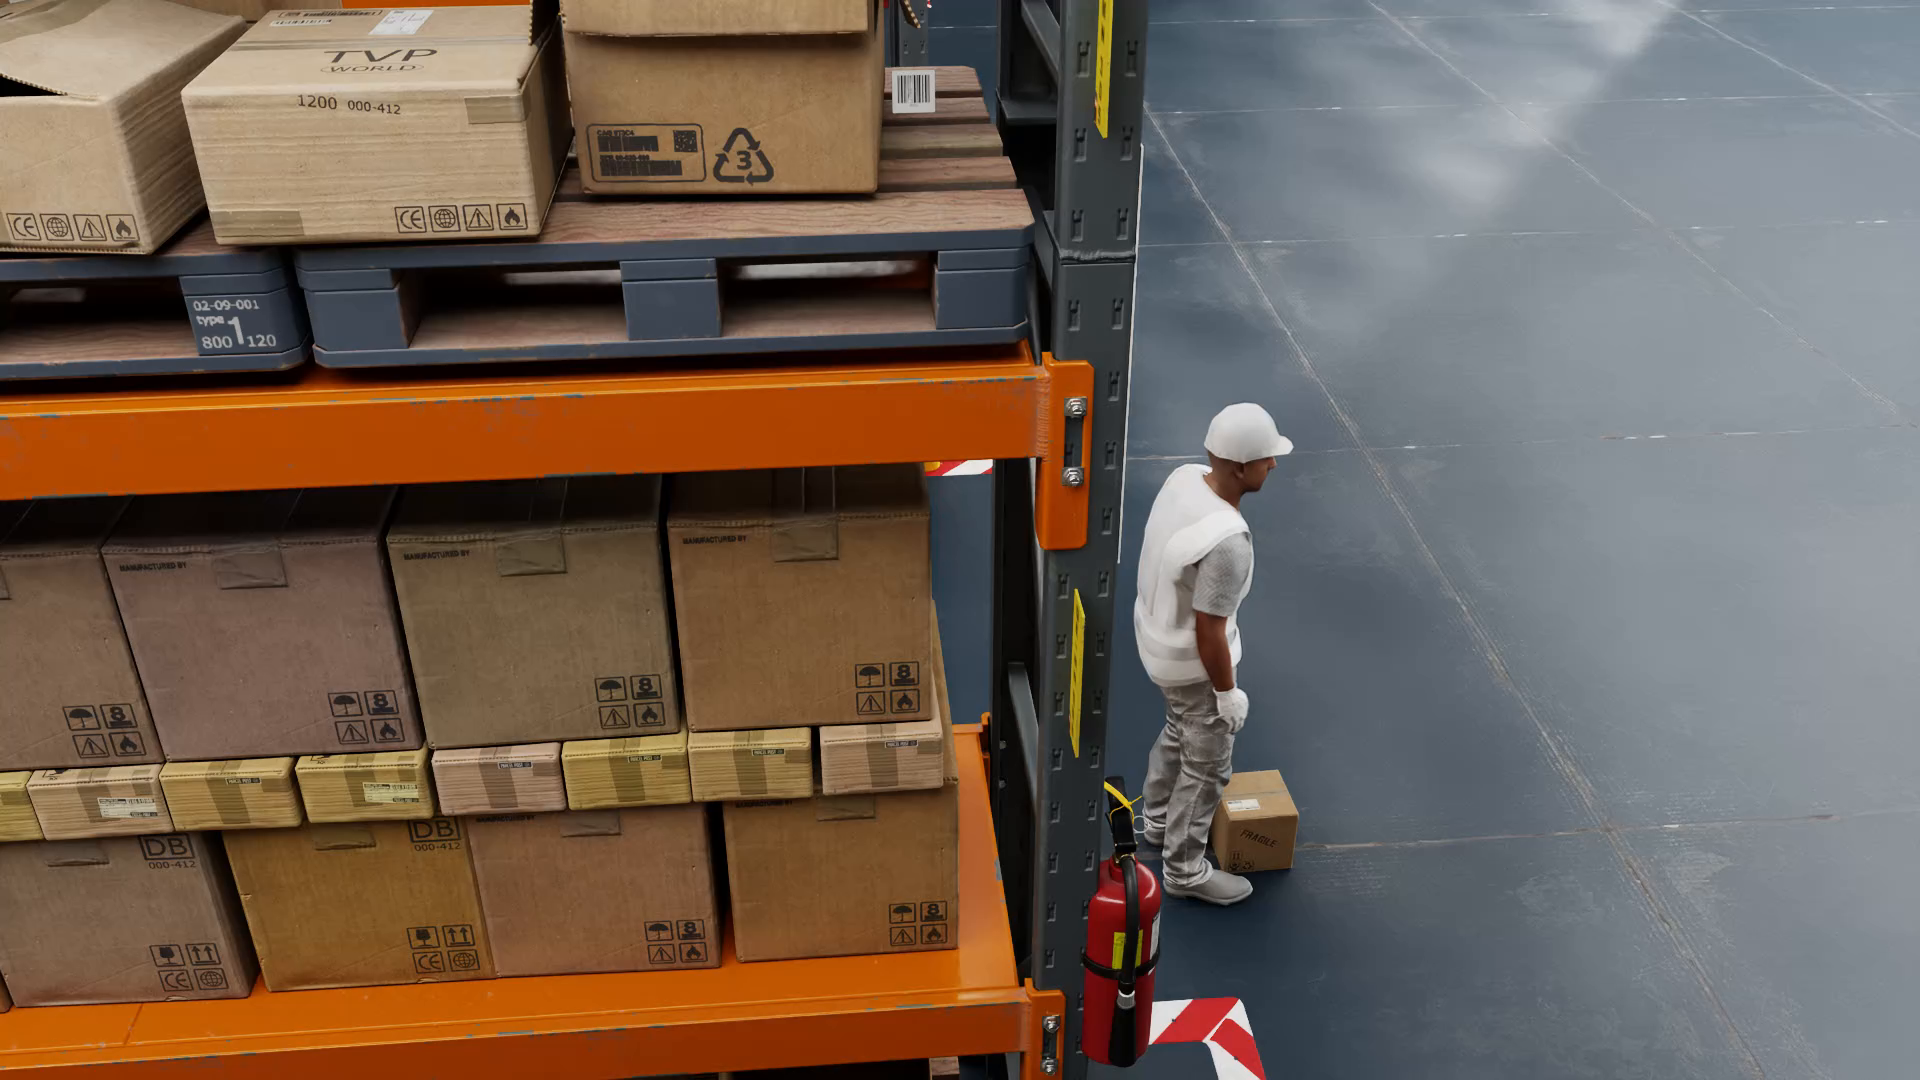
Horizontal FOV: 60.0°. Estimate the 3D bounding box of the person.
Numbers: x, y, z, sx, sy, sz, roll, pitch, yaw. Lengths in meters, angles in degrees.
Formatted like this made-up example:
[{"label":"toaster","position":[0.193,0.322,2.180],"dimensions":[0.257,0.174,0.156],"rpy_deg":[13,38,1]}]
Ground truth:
[{"label":"person","position":[0.808,0.370,5.501],"dimensions":[0.446,1.774,0.619],"rpy_deg":[-3,31,-4]}]
